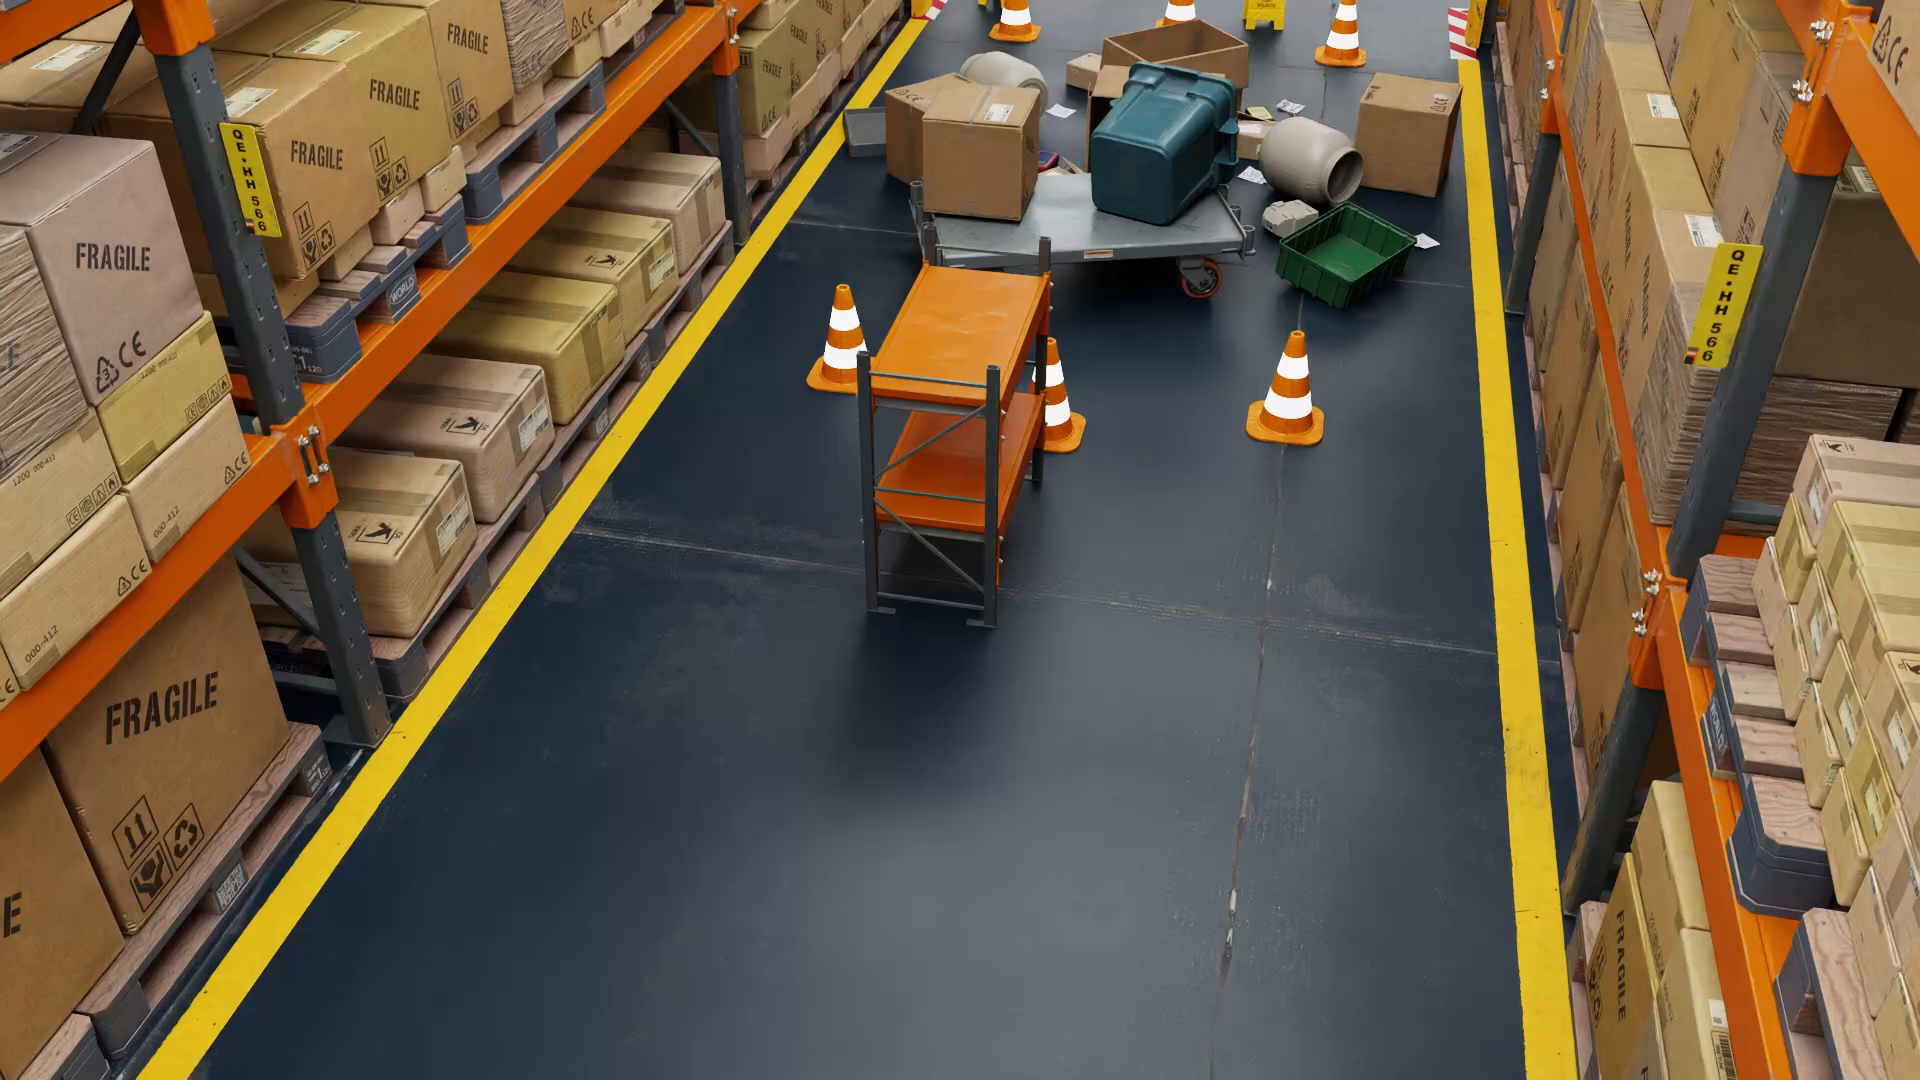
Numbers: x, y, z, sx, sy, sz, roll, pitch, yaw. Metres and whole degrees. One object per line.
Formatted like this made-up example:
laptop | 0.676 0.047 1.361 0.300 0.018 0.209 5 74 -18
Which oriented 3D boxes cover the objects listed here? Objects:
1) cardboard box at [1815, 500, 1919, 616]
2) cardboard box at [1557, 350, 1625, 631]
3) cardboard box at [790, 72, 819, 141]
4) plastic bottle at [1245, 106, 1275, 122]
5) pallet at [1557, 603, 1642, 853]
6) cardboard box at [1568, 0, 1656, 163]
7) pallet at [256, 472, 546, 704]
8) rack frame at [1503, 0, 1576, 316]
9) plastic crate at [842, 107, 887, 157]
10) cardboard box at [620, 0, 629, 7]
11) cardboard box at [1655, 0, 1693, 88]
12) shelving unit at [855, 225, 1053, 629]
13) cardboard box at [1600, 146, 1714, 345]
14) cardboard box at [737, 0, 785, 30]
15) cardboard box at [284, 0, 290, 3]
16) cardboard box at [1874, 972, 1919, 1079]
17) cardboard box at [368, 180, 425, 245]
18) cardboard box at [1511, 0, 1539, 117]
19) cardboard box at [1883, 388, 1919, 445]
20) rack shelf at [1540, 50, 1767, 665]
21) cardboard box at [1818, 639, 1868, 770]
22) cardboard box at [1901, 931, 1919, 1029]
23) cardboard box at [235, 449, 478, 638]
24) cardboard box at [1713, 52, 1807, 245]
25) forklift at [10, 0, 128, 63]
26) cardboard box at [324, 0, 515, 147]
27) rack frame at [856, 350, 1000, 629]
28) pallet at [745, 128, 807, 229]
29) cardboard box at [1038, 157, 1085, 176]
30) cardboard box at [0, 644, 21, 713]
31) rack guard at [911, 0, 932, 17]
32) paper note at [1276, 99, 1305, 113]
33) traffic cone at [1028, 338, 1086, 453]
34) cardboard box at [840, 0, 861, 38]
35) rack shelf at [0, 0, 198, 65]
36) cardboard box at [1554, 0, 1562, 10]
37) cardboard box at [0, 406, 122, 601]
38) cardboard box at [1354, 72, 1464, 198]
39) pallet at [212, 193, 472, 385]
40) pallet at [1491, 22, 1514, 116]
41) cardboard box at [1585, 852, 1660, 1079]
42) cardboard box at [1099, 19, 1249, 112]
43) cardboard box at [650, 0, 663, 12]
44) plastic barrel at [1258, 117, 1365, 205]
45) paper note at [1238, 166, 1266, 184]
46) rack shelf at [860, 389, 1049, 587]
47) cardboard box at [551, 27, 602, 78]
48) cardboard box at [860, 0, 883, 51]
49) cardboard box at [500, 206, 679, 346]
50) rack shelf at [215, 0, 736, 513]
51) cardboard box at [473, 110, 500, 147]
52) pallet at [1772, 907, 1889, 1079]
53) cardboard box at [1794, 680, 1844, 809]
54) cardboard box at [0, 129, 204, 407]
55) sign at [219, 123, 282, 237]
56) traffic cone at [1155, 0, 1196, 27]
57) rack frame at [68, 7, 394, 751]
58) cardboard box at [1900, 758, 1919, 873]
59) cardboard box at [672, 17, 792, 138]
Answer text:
cardboard box | 2.024 0.064 3.455 0.380 0.149 0.250 6 36 9
cardboard box | 2.768 -0.120 5.919 1.050 0.750 0.750 8 37 11
cardboard box | -1.143 -2.546 9.692 0.500 0.250 0.500 9 37 13
plastic bottle | 1.865 -2.600 10.285 0.133 0.061 0.283 -5 36 -6
pallet | 2.609 0.665 5.653 1.003 0.211 1.213 7 37 10
cardboard box | 2.739 -1.798 6.590 0.500 0.500 0.500 8 37 10
pallet | -2.322 0.097 6.436 1.003 0.211 1.213 7 37 10
rack frame | 3.221 -2.315 7.388 1.000 3.000 0.127 7 37 10
plastic crate | -0.500 -2.492 10.121 0.402 0.080 0.583 -5 36 -6
cardboard box | -1.615 -2.630 7.127 0.500 0.500 0.500 8 37 10
cardboard box | 2.905 -1.890 5.864 0.700 0.500 0.500 8 37 10
shelving unit | -0.001 -0.452 6.415 0.538 1.125 1.048 7 37 10
cardboard box | 2.415 -0.926 5.387 0.500 0.500 0.500 7 36 9
cardboard box | -1.161 -2.869 8.946 0.380 0.149 0.250 8 37 11
cardboard box | -2.459 -1.798 5.978 0.500 0.500 0.500 5 36 7
cardboard box | 1.793 0.902 2.806 0.380 0.149 0.250 8 37 11
cardboard box | -2.043 -1.124 5.602 0.380 0.149 0.250 5 36 7
cardboard box | 3.809 -3.016 9.808 0.875 0.875 0.875 7 36 9
cardboard box | 2.726 -0.286 4.503 0.500 0.500 0.500 8 37 10
rack shelf | 2.794 -0.877 6.017 1.077 0.370 4.000 7 37 10
cardboard box | 1.958 0.351 3.313 0.380 0.149 0.250 6 36 9
cardboard box | 1.794 0.780 2.720 0.380 0.149 0.250 7 37 10
cardboard box | -2.360 -0.013 6.093 0.950 0.372 0.625 5 36 7
cardboard box | 2.579 -1.013 4.655 0.700 0.500 0.500 7 36 9
forklift | -4.036 -2.947 8.318 1.130 2.935 3.031 7 37 10
cardboard box | -1.957 -1.749 5.911 0.500 0.500 0.500 8 37 11
rack frame | -0.110 -0.160 6.012 0.500 1.125 0.032 7 37 10
pallet | -1.527 -2.138 9.520 1.003 0.211 1.213 7 37 10
cardboard box | 0.634 -1.968 9.240 0.258 0.266 0.396 -17 39 -22
cardboard box | -2.562 0.381 3.797 0.500 0.250 0.500 7 37 9
rack guard | -0.798 -4.115 12.002 1.175 0.500 0.348 7 37 10
paper note | 2.091 -2.743 10.510 0.144 0.017 0.142 20 41 26
traffic cone | 0.382 -0.672 7.283 0.336 0.463 0.334 7 37 10
cardboard box | -0.921 -3.451 10.301 0.500 0.500 0.500 6 36 9
rack shelf | -2.918 -0.361 2.749 1.077 0.370 4.000 7 37 10
cardboard box | 3.384 -2.907 8.077 0.875 0.550 0.550 7 37 10
cardboard box | -2.452 -0.122 4.064 0.500 0.250 0.500 6 36 9
cardboard box | 2.550 -2.322 9.526 0.500 0.500 0.500 14 38 18
pallet | -2.443 -0.928 5.638 1.213 0.211 1.003 7 37 10
pallet | 3.981 -3.011 10.724 1.003 0.211 1.213 7 37 10
cardboard box | 1.966 1.194 4.319 0.500 0.500 0.500 6 36 8
cardboard box | 1.316 -2.835 10.233 0.797 0.503 0.637 -17 39 -22
cardboard box | -1.550 -2.467 7.454 0.380 0.149 0.250 6 36 9
plastic barrel | 1.965 -2.114 9.307 0.421 0.421 0.512 -24 42 -30
paper note | 1.723 -2.117 9.652 0.172 0.023 0.155 20 41 26
rack shelf | -0.001 -0.254 6.558 0.538 0.278 1.000 7 37 10
cardboard box | -1.709 -2.033 6.855 0.380 0.149 0.250 7 37 10
cardboard box | -0.810 -3.434 10.917 0.500 0.250 0.500 7 37 10
cardboard box | -1.896 -1.270 7.827 0.950 0.372 0.625 10 37 13
rack shelf | -2.063 -1.439 6.793 1.077 0.370 4.000 7 37 10
cardboard box | -1.967 -1.594 6.250 0.380 0.149 0.250 9 37 12
pallet | 1.984 1.196 2.707 1.003 0.211 1.213 7 37 10
cardboard box | 1.959 0.450 3.430 0.380 0.149 0.250 9 37 12
cardboard box | -2.346 -0.700 4.223 0.500 0.500 0.500 6 36 9
sign | -1.948 -0.985 4.567 0.100 0.325 0.005 7 37 10
traffic cone | 1.543 -3.791 11.586 0.336 0.463 0.334 7 37 10
rack frame | -2.491 -0.584 5.000 1.000 3.000 0.127 7 37 10
cardboard box | 1.854 0.511 2.838 0.380 0.149 0.250 9 37 12
cardboard box | -1.246 -2.542 9.048 0.500 0.500 0.500 9 37 12
